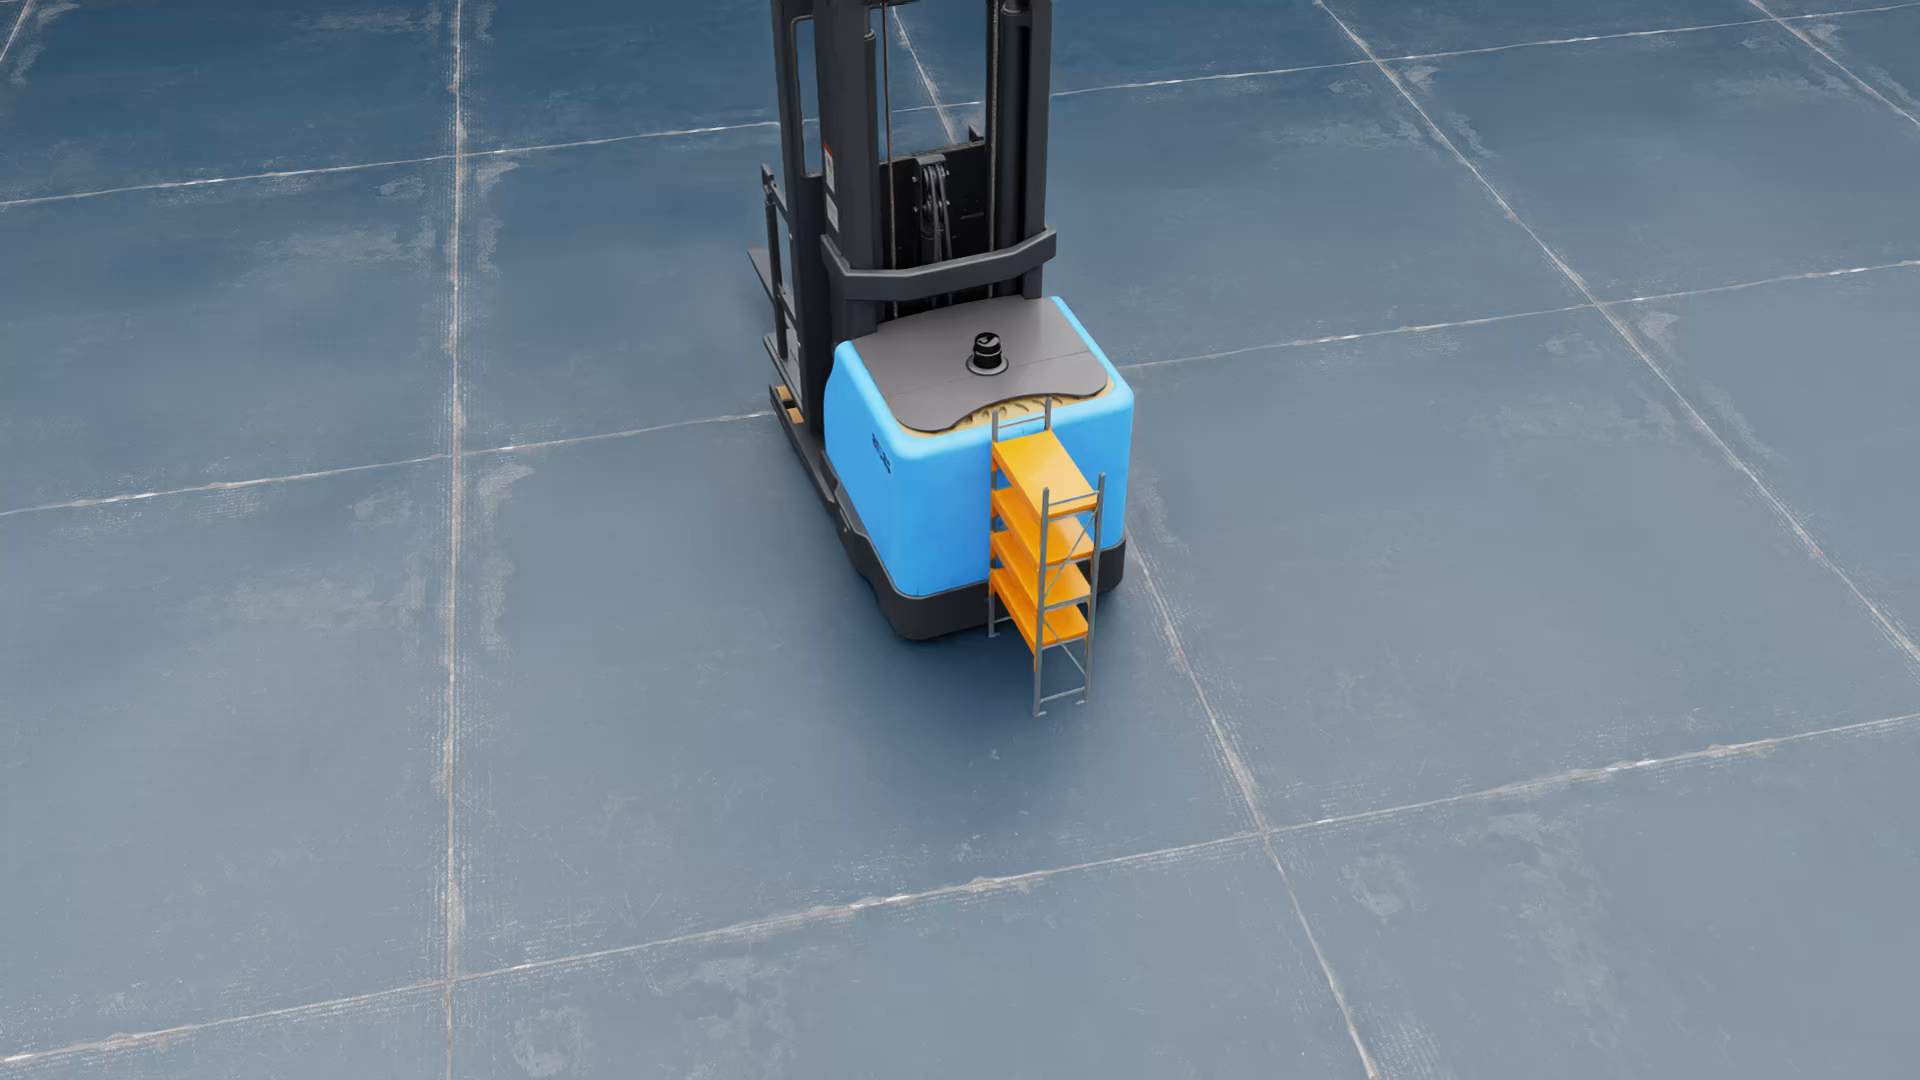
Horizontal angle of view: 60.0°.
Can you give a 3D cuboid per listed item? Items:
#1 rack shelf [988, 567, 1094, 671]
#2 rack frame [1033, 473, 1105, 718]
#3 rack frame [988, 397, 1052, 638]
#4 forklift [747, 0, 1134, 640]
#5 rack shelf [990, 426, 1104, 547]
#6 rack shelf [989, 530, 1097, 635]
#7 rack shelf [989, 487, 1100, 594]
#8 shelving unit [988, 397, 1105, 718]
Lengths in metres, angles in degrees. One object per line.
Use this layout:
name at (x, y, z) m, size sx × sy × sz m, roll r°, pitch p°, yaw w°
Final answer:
rack shelf at (0.322, 0.286, 6.707) m, size 0.258 × 0.148 × 0.480 m, roll -14°, pitch 44°, yaw -16°
rack frame at (0.410, 0.238, 6.360) m, size 0.240 × 1.200 × 0.015 m, roll -14°, pitch 44°, yaw -16°
rack frame at (0.235, -0.064, 6.700) m, size 0.240 × 1.200 × 0.015 m, roll -14°, pitch 44°, yaw -16°
forklift at (-0.291, -1.666, 7.200) m, size 1.130 × 2.935 × 3.031 m, roll -14°, pitch 44°, yaw -16°
rack shelf at (0.322, -0.207, 6.269) m, size 0.258 × 0.148 × 0.480 m, roll -14°, pitch 44°, yaw -16°
rack shelf at (0.322, 0.137, 6.575) m, size 0.258 × 0.148 × 0.480 m, roll -14°, pitch 44°, yaw -16°
rack shelf at (0.322, -0.030, 6.426) m, size 0.258 × 0.148 × 0.480 m, roll -14°, pitch 44°, yaw -16°
shelving unit at (0.322, 0.087, 6.530) m, size 0.258 × 1.200 × 0.503 m, roll -14°, pitch 44°, yaw -16°
